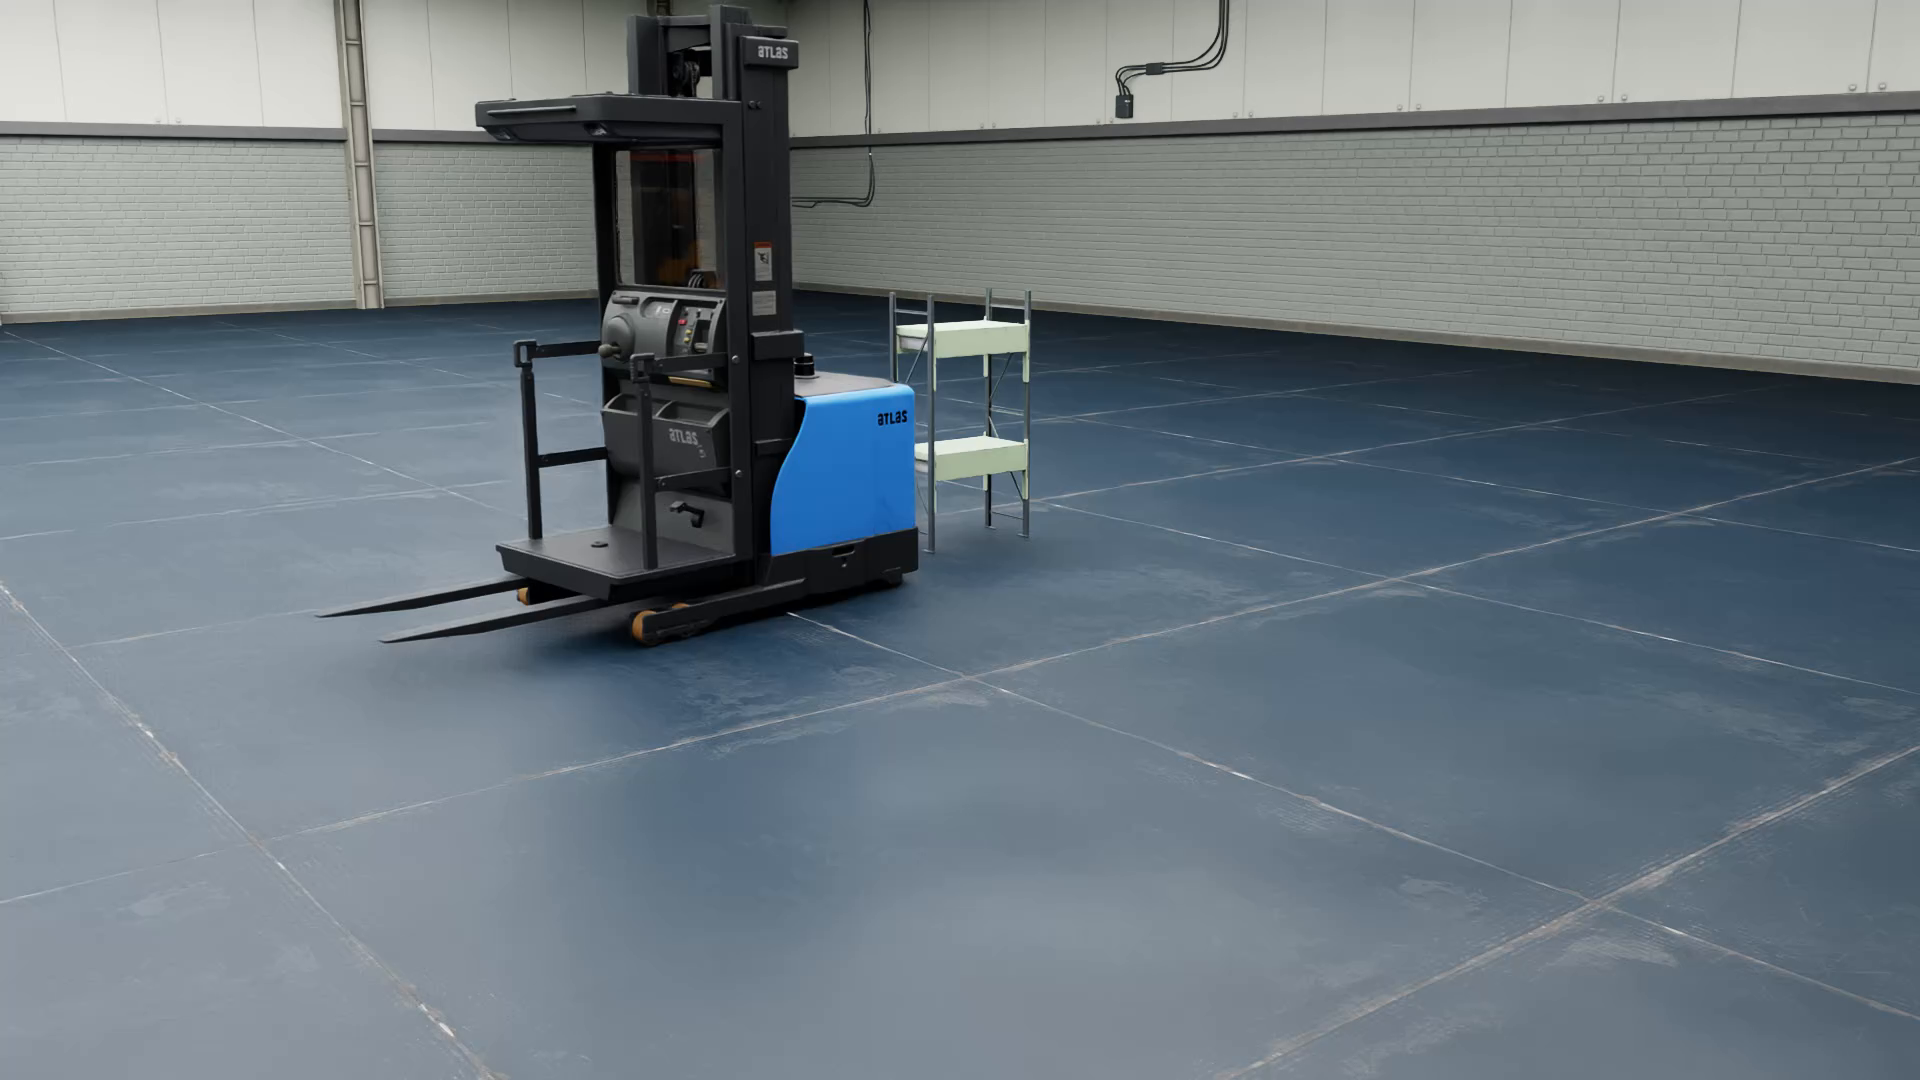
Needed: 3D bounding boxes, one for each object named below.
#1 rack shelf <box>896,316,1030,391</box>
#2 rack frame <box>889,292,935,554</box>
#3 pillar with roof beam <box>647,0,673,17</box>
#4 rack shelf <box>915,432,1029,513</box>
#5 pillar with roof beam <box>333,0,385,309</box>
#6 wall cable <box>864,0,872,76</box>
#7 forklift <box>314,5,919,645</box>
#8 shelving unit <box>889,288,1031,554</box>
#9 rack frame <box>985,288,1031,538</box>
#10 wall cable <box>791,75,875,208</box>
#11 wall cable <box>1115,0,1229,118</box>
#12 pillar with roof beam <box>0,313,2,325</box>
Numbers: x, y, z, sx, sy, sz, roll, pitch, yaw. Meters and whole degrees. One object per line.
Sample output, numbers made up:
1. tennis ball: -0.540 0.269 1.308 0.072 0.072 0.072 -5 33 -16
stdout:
1. rack shelf: 0.005 -1.116 9.896 0.720 0.370 0.431 -9 15 -38
2. rack frame: -0.281 -0.687 9.753 0.023 1.500 0.400 -9 15 -38
3. pillar with roof beam: -3.096 -8.602 28.974 0.400 9.000 9.100 -9 15 -38
4. rack shelf: 0.005 -0.416 10.045 0.720 0.370 0.431 -9 15 -38
5. pillar with roof beam: -7.781 -7.823 25.307 0.400 9.000 9.100 -9 15 -38
6. wall cable: -0.969 -9.981 30.784 0.112 2.526 3.097 -9 15 -38
7. forklift: -1.614 -1.058 8.057 1.130 2.935 3.031 11 17 43
8. shelving unit: 0.005 -0.735 9.977 0.755 1.500 0.431 -9 15 -38
9. rack frame: 0.291 -0.782 10.201 0.023 1.500 0.400 -9 15 -38
10. wall cable: -2.659 -7.949 33.375 0.112 2.526 3.097 -9 15 -38
11. wall cable: 3.259 -9.590 25.438 0.169 6.003 2.305 -9 15 -38
12. pillar with roof beam: -12.467 -7.045 21.641 0.400 9.000 9.100 -9 15 -38
